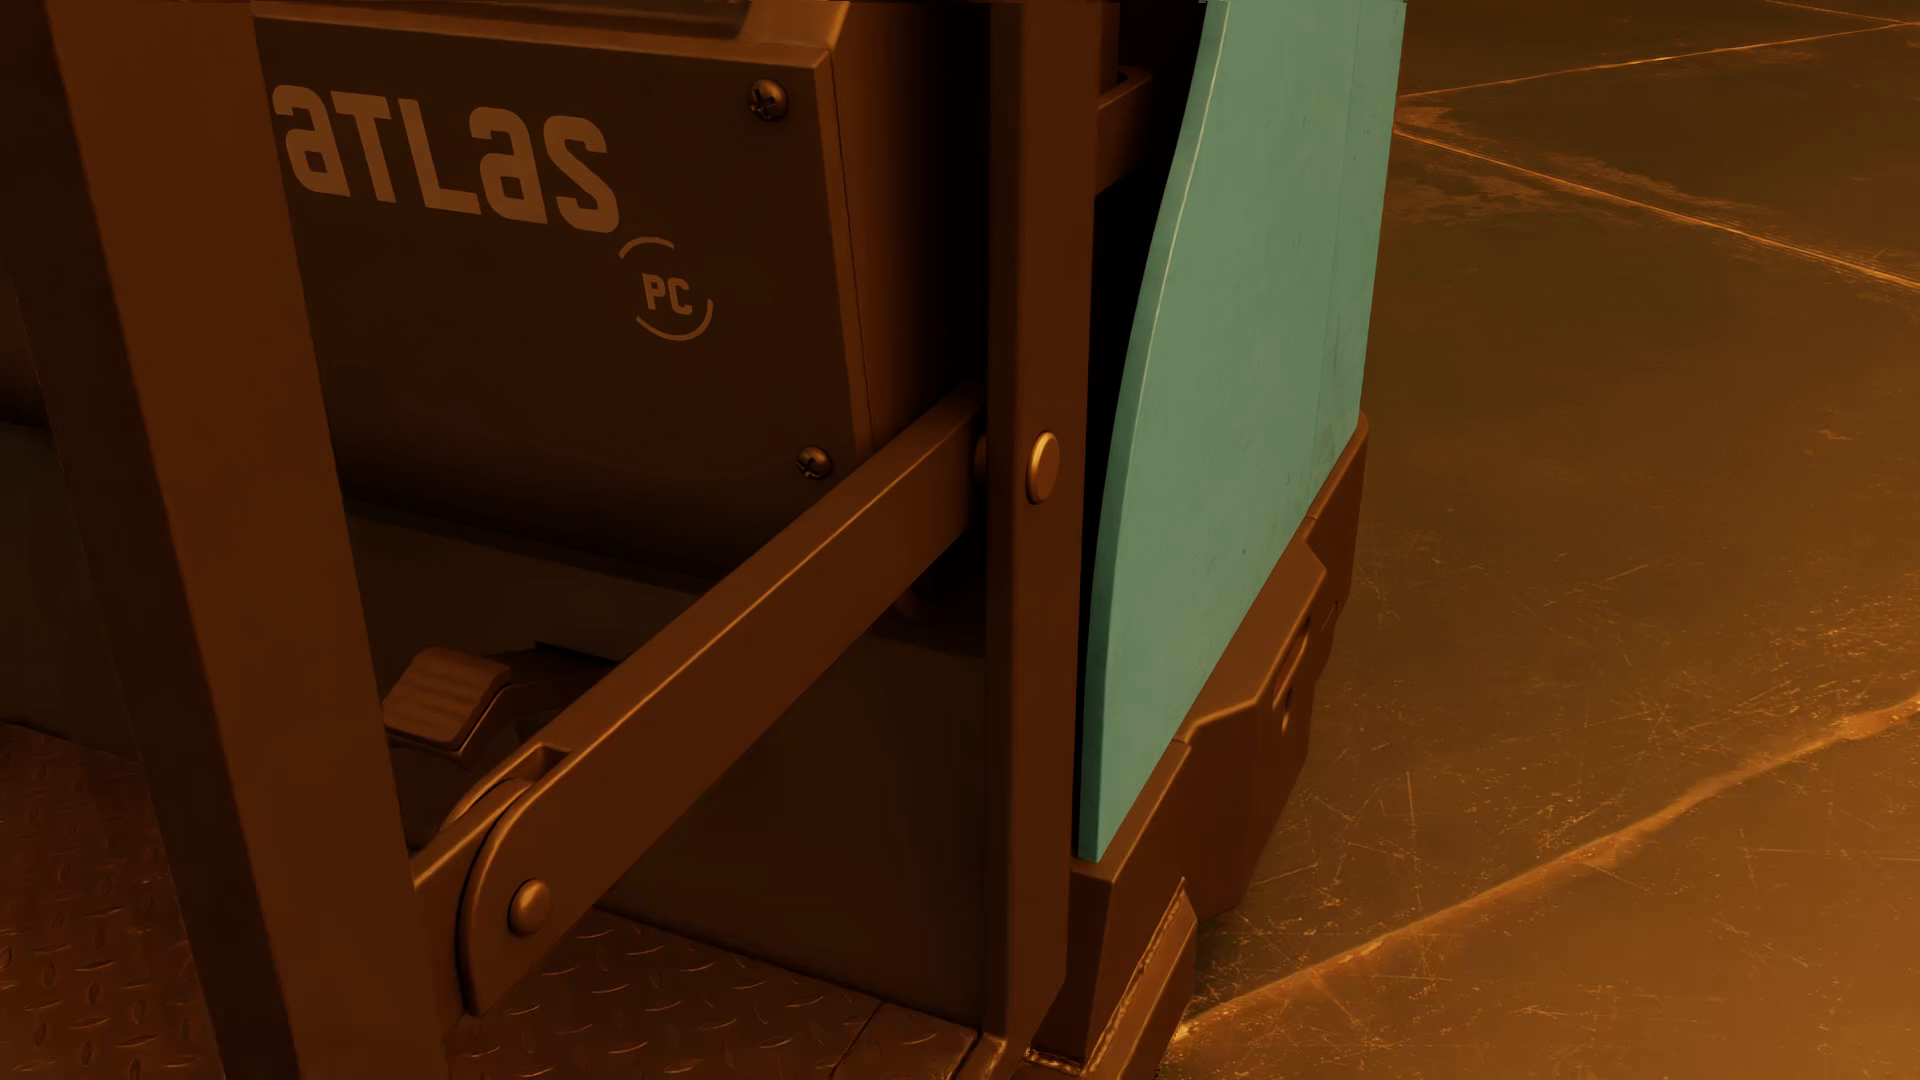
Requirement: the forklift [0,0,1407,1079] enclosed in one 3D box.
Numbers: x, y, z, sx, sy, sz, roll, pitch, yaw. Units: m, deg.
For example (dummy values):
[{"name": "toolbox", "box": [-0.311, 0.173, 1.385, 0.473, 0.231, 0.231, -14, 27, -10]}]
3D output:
[{"name": "forklift", "box": [-0.544, -0.681, 0.602, 1.130, 2.935, 3.031, 11, 29, 21]}]
